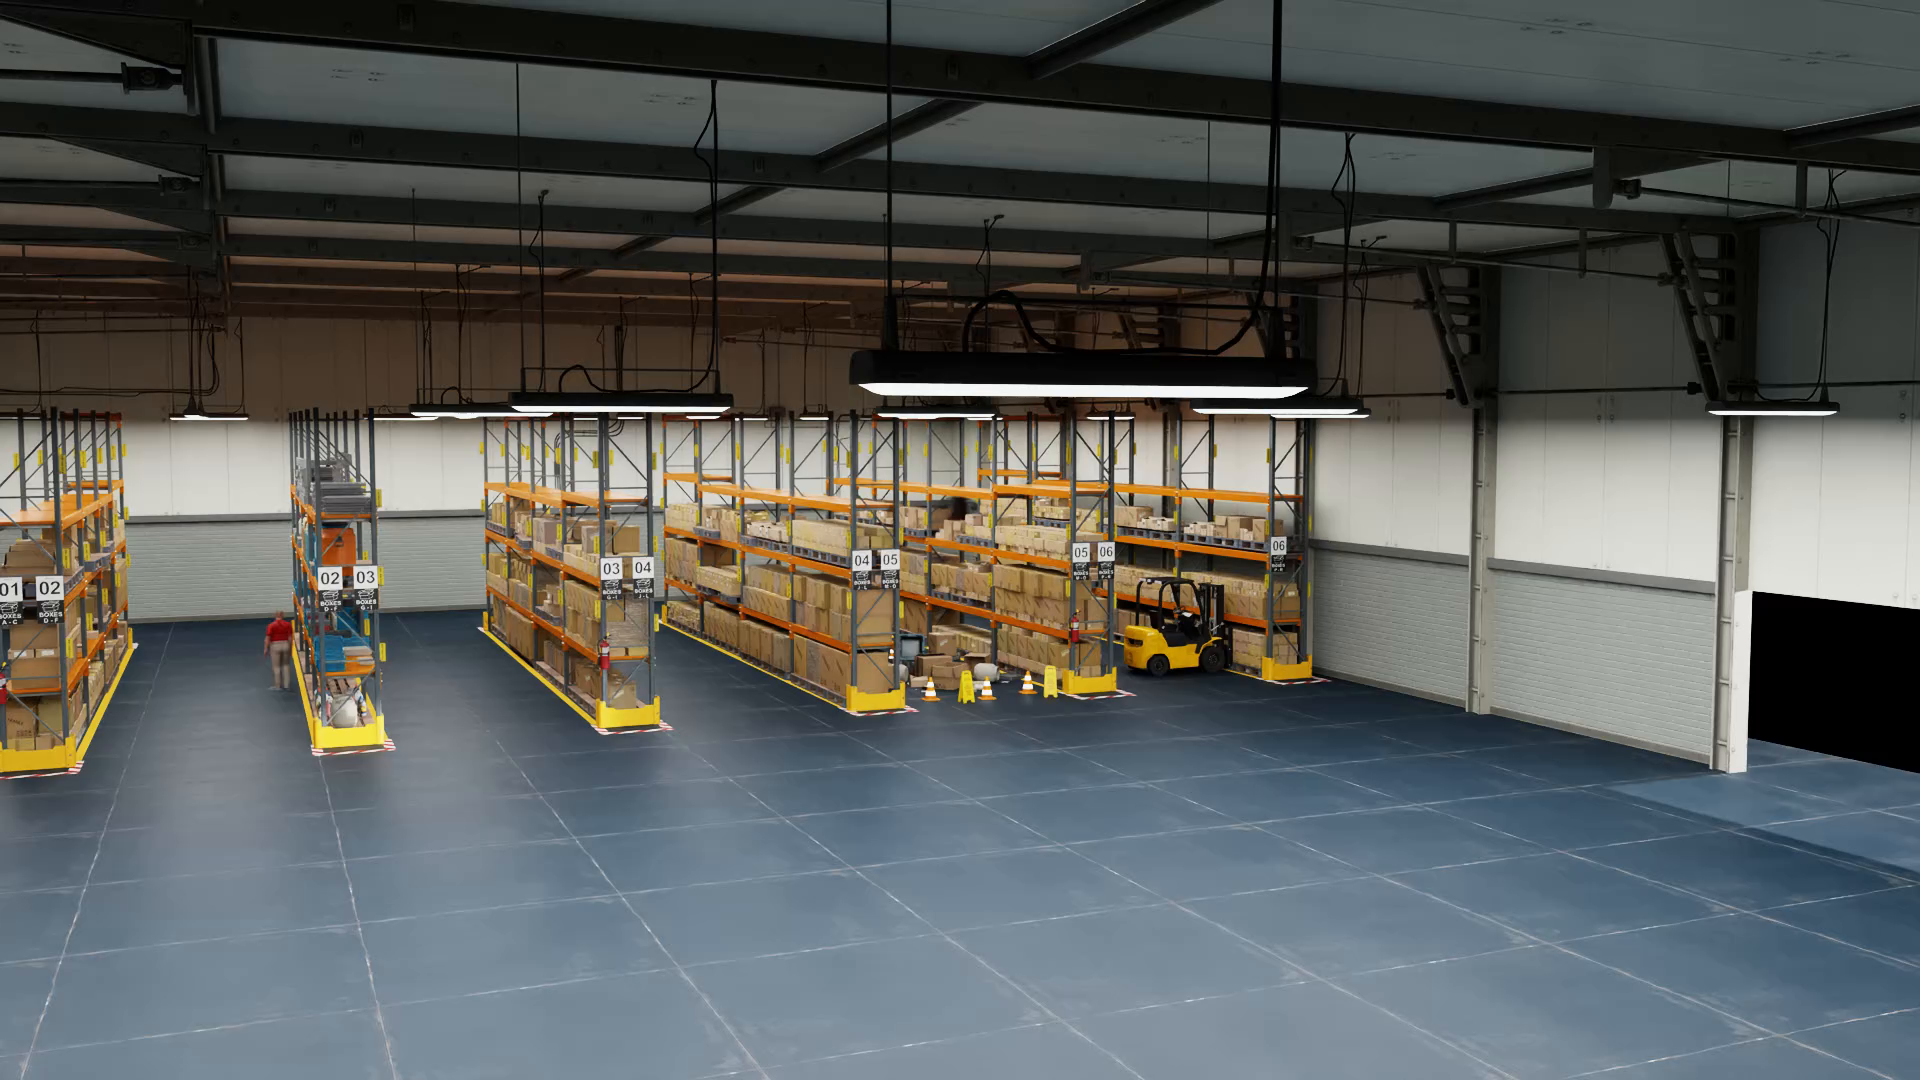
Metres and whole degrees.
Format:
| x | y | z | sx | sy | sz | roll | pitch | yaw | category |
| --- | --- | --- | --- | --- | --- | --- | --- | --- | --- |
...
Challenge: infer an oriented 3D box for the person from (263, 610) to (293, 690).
| x | y | z | sx | sy | sz | roll | pitch | yaw | category |
| --- | --- | --- | --- | --- | --- | --- | --- | --- | --- |
| -14.625 | 2.376 | 35.645 | 0.385 | 1.763 | 0.633 | 4 | 5 | 42 | person |

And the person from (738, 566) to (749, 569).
| x | y | z | sx | sy | sz | roll | pitch | yaw | category |
| --- | --- | --- | --- | --- | --- | --- | --- | --- | --- |
| -6.532 | 1.392 | 49.348 | 0.613 | 1.822 | 0.439 | 1 | 4 | 13 | person |
